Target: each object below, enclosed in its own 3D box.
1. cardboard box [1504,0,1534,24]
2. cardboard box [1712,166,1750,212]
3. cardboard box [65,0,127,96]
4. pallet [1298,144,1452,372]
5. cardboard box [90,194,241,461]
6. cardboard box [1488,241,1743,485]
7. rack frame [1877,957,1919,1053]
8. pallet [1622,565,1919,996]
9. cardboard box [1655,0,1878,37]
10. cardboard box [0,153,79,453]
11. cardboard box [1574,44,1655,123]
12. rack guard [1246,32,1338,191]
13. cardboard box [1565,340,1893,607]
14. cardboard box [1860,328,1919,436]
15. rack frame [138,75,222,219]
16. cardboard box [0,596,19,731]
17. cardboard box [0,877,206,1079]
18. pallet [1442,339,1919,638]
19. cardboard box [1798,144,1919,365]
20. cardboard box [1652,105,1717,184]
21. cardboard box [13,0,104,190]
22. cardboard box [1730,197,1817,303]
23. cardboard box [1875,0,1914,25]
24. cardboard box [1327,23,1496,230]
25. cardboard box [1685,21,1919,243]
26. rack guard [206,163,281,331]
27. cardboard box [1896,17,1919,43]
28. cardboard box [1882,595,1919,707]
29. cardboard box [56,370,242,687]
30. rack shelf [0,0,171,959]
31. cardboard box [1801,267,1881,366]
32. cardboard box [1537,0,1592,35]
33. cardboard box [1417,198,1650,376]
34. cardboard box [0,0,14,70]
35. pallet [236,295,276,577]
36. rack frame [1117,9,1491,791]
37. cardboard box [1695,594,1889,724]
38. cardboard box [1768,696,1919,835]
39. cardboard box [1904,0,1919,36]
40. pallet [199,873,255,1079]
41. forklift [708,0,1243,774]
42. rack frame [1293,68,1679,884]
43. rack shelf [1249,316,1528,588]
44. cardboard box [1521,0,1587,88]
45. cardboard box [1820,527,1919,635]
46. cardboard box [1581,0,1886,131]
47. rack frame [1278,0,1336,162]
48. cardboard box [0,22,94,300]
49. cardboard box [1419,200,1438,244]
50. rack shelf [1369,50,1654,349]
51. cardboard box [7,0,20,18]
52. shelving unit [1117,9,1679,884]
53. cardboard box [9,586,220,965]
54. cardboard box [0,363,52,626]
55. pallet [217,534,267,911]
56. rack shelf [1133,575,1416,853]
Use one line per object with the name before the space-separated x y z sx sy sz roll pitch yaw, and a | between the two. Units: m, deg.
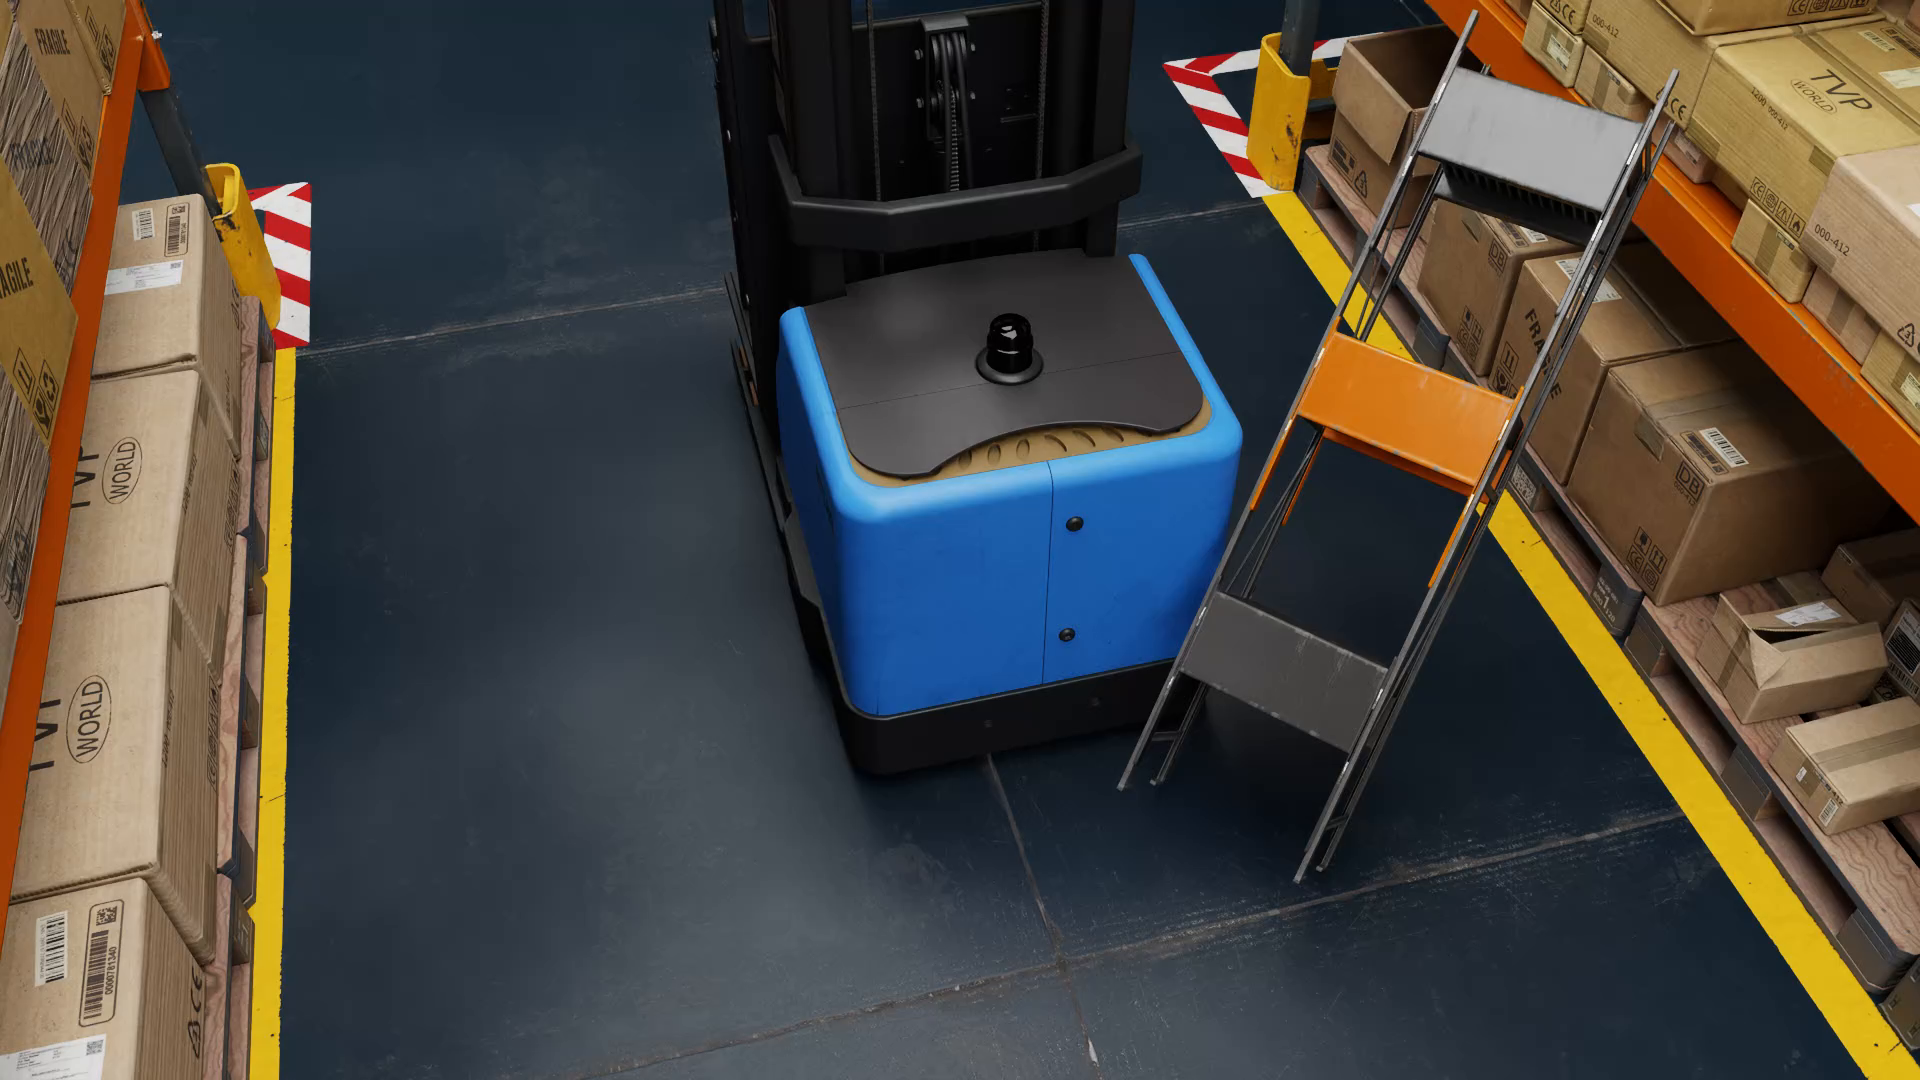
cardboard box | 1.853 -1.628 4.921 0.380 0.149 0.250 -10 46 -10
cardboard box | 2.173 -0.934 4.241 0.380 0.149 0.250 -10 46 -10
cardboard box | -2.674 -1.543 4.592 0.500 0.500 0.500 -10 47 -10
pallet | 1.969 -1.124 6.204 1.003 0.211 1.213 -11 47 -10
cardboard box | -2.788 -0.606 5.243 0.875 0.438 0.875 -12 47 -12
cardboard box | 2.029 -0.555 5.150 0.500 0.500 0.500 -10 46 -10
rack frame | 2.768 0.059 3.092 1.000 3.000 0.127 -11 47 -10
pallet | 2.593 0.560 4.553 1.003 0.211 1.213 -11 47 -10
cardboard box | 1.984 -1.619 4.108 0.500 0.500 0.500 -10 46 -9
cardboard box | -2.274 -0.487 3.557 0.500 0.500 0.500 -9 46 -9
cardboard box | 1.932 -1.261 4.562 0.380 0.149 0.250 -10 46 -9
rack guard | 1.764 -1.776 6.640 1.175 0.500 0.348 -11 47 -10
cardboard box | 2.256 -0.222 4.823 0.700 0.500 0.500 -12 47 -12
cardboard box | 2.265 -0.378 3.696 0.380 0.149 0.250 -10 46 -9
rack frame | -3.053 -1.793 4.907 1.000 3.000 0.127 -11 47 -10
cardboard box | -2.021 0.214 2.870 0.500 0.500 0.500 -10 47 -10
cardboard box | -2.086 1.265 3.410 0.875 0.438 0.875 -11 47 -11
pallet | 2.277 -0.284 5.380 1.003 0.211 1.213 -11 47 -10
cardboard box | 2.259 -0.643 3.677 0.500 0.250 0.500 -11 47 -10
cardboard box | 2.065 -1.096 4.400 0.380 0.149 0.250 -11 47 -10
cardboard box | -2.560 -1.194 4.250 0.500 0.500 0.500 -12 47 -11
cardboard box | 2.131 -0.736 4.047 0.380 0.149 0.250 -11 47 -11
cardboard box | 2.505 -1.426 4.444 0.500 0.250 0.500 -11 47 -10
cardboard box | 1.809 -1.537 6.110 0.797 0.503 0.637 -12 47 -12
cardboard box | 2.145 -0.990 4.017 0.500 0.250 0.500 -11 47 -11
rack guard | -3.059 -0.935 5.816 1.175 0.500 0.348 -11 47 -10
cardboard box | 2.637 -1.086 4.111 0.500 0.250 0.500 -10 46 -9
cardboard box | 2.828 0.353 4.392 0.500 0.311 0.500 -9 46 -9
cardboard box | -2.545 0.025 4.626 0.875 0.438 0.875 -10 46 -9
rack shelf | -2.541 -0.160 3.811 1.077 0.370 4.000 -11 47 -10
cardboard box | 2.224 -0.564 3.879 0.380 0.149 0.250 -10 46 -9
cardboard box | 1.862 -1.695 4.707 0.500 0.250 0.500 -12 47 -11
cardboard box | 1.990 -0.938 5.525 0.700 0.500 0.500 -9 46 -9
cardboard box | -2.414 -1.191 3.547 0.500 0.500 0.500 -11 47 -11
pallet | -2.773 -0.279 5.376 1.003 0.211 1.213 -11 47 -10
rack frame | 0.900 -0.310 4.293 0.015 0.400 2.100 26 95 22
cardboard box | 2.250 0.291 4.485 0.396 0.266 0.258 -9 46 -9
cardboard box | 2.342 0.578 4.285 0.380 0.149 0.250 -12 47 -12
cardboard box | 2.644 -1.332 3.827 0.500 0.500 0.500 -12 47 -11
pallet | -2.148 1.405 3.725 1.003 0.211 1.213 -11 47 -10
forklift | -0.159 -1.461 4.630 1.130 2.935 3.031 -11 47 -10
rack frame | 1.307 -0.114 4.109 0.015 0.400 2.100 26 95 22
rack shelf | 1.098 -0.200 4.202 0.480 0.431 0.518 26 95 22
cardboard box | 1.845 -1.440 4.736 0.380 0.149 0.250 -12 47 -11
cardboard box | 2.716 0.111 4.743 0.380 0.149 0.250 -11 47 -11
cardboard box | 2.014 -1.346 4.365 0.500 0.250 0.500 -12 47 -11
rack frame | 1.744 -2.703 5.799 1.000 3.000 0.127 -11 47 -10
cardboard box | -2.419 -0.841 3.904 0.500 0.500 0.500 -9 46 -9
cardboard box | 1.880 -1.112 5.942 0.380 0.149 0.250 -12 47 -12
rack shelf | 1.381 -0.838 4.151 0.480 0.431 0.518 26 95 22
cardboard box | -2.537 -1.533 3.882 0.500 0.500 0.500 -11 47 -10
shelving unit | 1.104 -0.212 4.201 0.503 0.431 2.100 26 95 22
cardboard box | -2.316 0.647 4.015 0.875 0.438 0.875 -12 47 -11
cardboard box | -2.142 -0.131 3.208 0.500 0.500 0.500 -10 47 -10
pallet | -2.464 0.562 4.552 1.003 0.211 1.213 -11 47 -10
rack shelf | 0.815 0.438 4.254 0.480 0.431 0.518 26 95 22
